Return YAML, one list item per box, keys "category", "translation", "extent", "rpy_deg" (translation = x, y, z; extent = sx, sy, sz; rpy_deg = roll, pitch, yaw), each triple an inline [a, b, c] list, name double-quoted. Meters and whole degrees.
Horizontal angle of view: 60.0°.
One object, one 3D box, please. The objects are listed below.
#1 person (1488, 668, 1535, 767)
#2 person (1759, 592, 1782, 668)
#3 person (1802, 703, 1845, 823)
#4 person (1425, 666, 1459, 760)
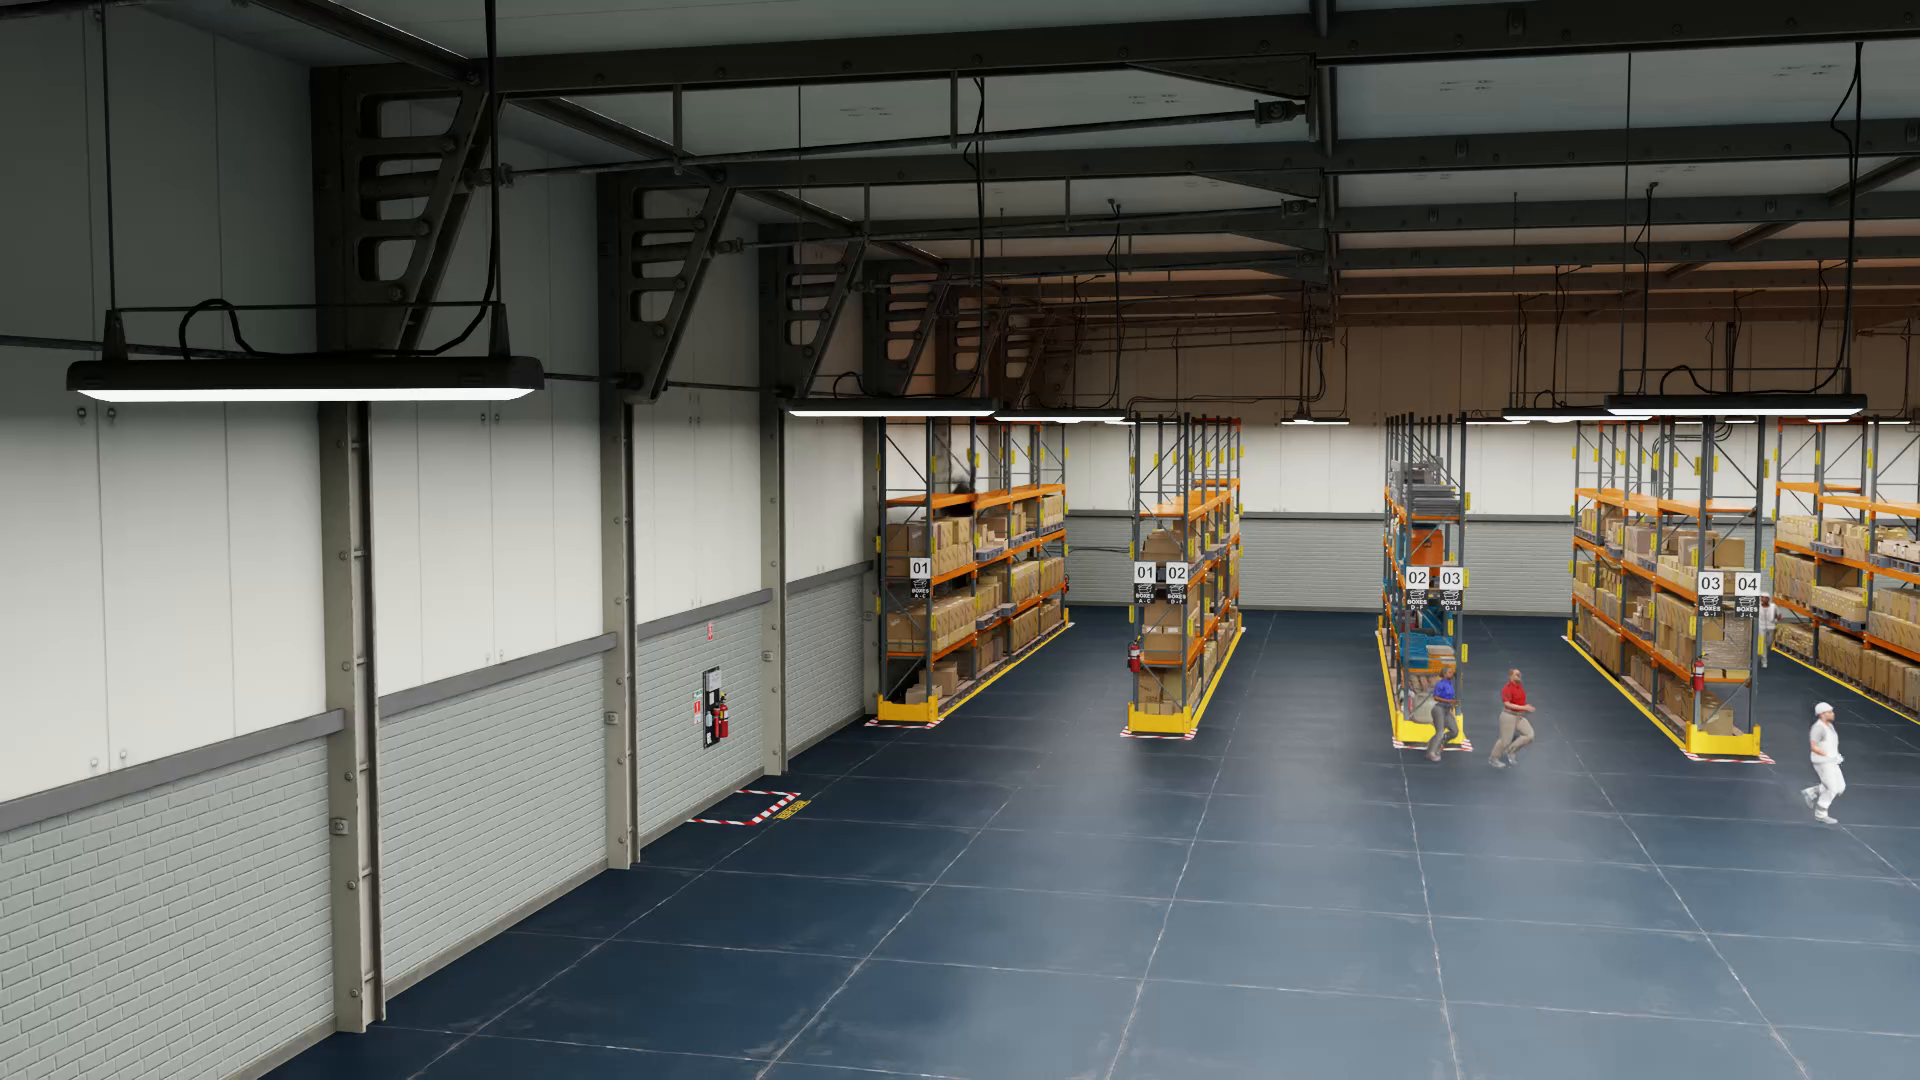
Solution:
- category: "person"
  translation: [9.288, 2.980, 27.842]
  extent: [0.688, 1.681, 0.817]
  rpy_deg: [-3, 5, -40]
- category: "person"
  translation: [19.323, 2.143, 39.873]
  extent: [0.670, 1.786, 0.882]
  rpy_deg: [1, 4, 20]
- category: "person"
  translation: [12.525, 3.225, 24.132]
  extent: [0.601, 1.742, 0.657]
  rpy_deg: [4, 5, 43]
- category: "person"
  translation: [8.377, 2.980, 28.620]
  extent: [0.590, 1.608, 0.596]
  rpy_deg: [-4, 5, -43]
